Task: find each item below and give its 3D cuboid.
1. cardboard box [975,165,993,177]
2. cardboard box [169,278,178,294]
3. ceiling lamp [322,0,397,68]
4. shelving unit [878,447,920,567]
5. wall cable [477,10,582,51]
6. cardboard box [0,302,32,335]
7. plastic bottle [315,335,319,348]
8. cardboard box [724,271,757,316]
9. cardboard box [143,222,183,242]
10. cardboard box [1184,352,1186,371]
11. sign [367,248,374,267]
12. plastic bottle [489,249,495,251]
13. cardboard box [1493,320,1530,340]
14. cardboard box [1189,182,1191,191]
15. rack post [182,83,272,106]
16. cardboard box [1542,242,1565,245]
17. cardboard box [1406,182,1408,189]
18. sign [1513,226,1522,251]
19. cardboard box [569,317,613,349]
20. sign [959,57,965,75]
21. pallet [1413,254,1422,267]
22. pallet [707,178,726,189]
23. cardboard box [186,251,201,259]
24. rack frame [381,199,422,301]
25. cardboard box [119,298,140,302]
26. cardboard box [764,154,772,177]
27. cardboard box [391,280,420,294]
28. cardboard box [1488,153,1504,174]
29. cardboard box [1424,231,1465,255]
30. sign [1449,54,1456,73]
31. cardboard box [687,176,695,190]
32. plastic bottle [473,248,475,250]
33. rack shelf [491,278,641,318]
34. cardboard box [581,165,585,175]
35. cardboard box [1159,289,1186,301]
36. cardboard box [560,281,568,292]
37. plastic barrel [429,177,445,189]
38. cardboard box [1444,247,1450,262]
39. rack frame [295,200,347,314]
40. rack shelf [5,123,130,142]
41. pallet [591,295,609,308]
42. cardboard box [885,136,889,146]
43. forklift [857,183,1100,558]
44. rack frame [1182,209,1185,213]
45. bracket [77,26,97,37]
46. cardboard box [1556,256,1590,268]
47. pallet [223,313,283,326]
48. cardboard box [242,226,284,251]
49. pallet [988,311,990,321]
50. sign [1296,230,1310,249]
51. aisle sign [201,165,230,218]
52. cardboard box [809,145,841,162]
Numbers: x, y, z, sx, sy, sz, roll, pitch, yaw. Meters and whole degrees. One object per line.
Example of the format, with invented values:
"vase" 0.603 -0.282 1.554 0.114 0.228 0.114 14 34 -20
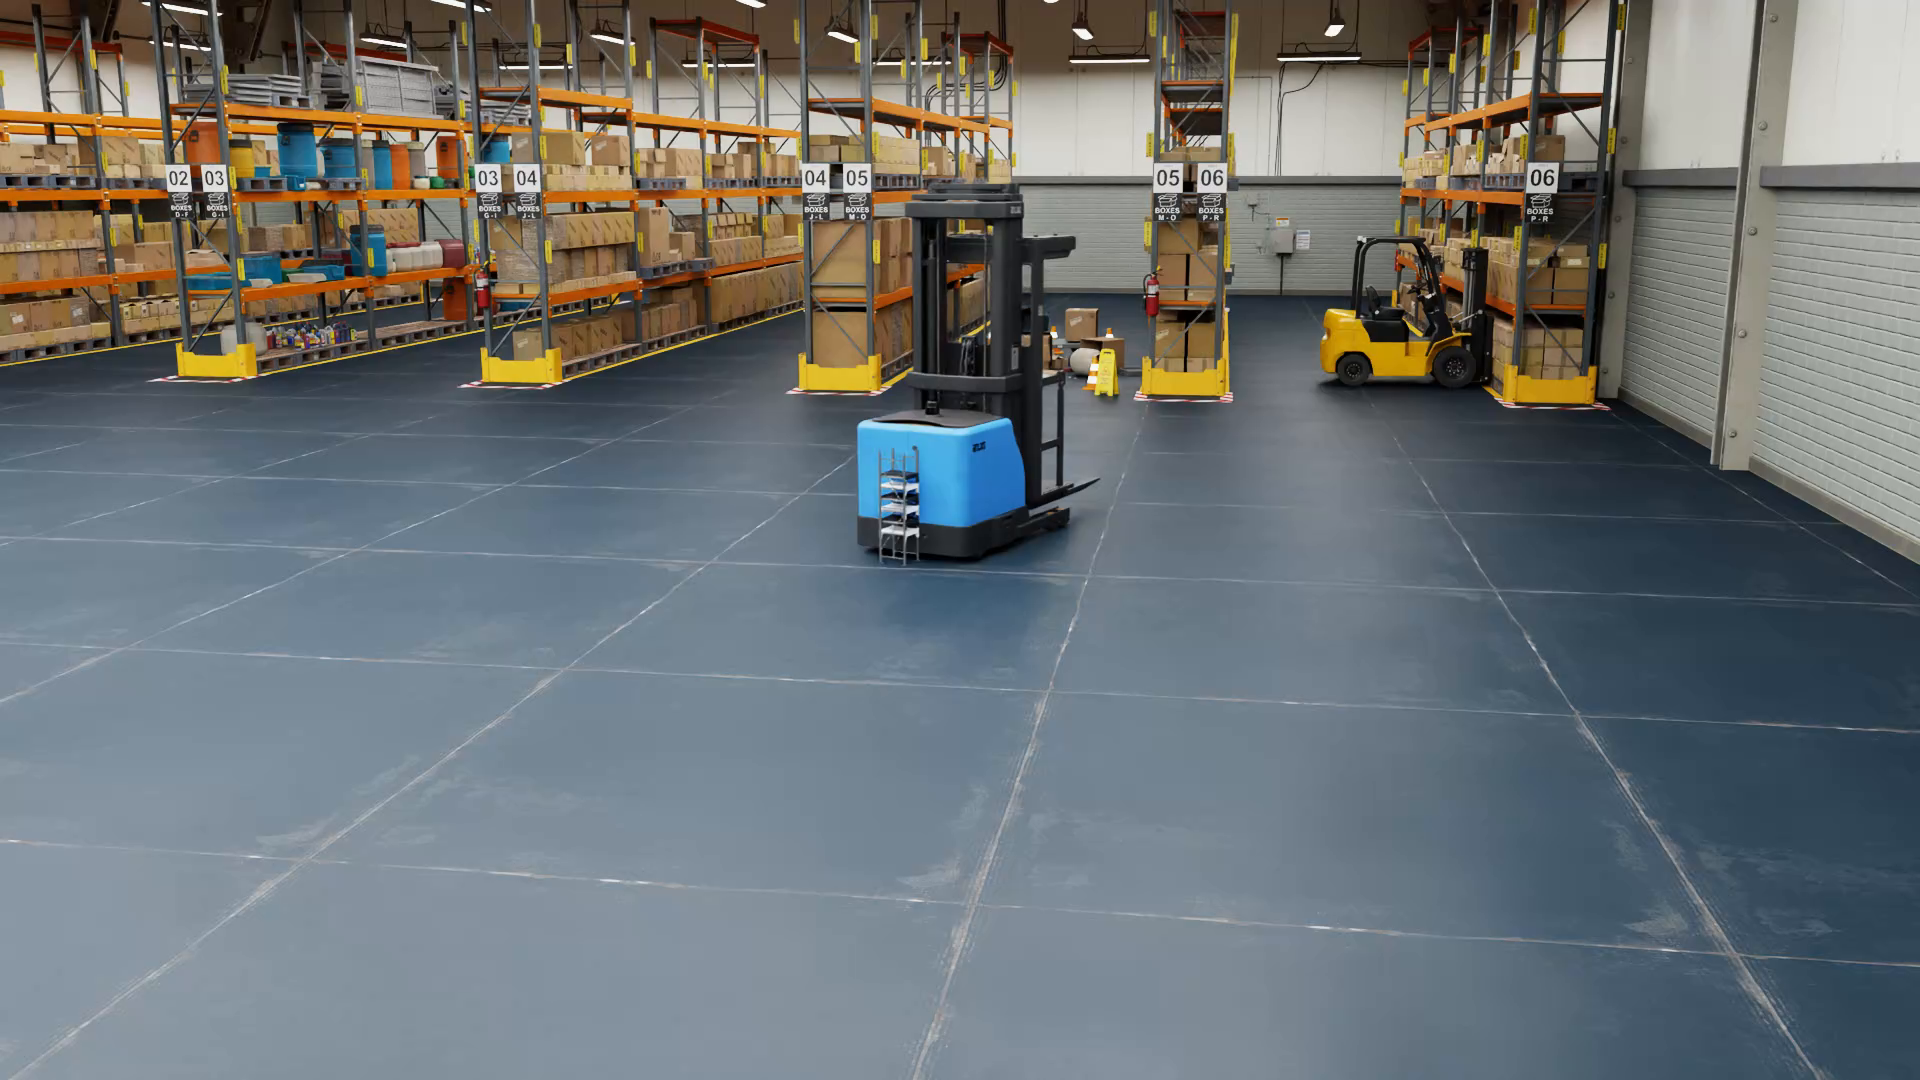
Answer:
"cardboard box" 0.418 -7.900 35.578 0.500 0.250 0.500 2 12 11
"cardboard box" -19.165 -6.073 39.991 0.700 0.500 0.500 2 12 8
"ceiling lamp" -15.939 -13.929 43.410 2.000 3.185 0.800 2 12 9
"shelving unit" -0.480 -0.260 13.065 0.258 0.900 0.210 6 14 28
"wall cable" -11.893 -14.751 45.665 3.097 2.526 0.112 2 12 9
"cardboard box" -15.971 -3.716 27.867 0.500 0.500 0.500 2 12 9
"plastic bottle" -10.848 -3.341 27.976 0.097 0.201 0.097 0 12 0
"cardboard box" -4.994 -5.198 35.041 1.225 0.875 0.875 1 12 7
"cardboard box" -19.245 -7.244 39.774 0.980 0.700 0.700 2 12 7
"cardboard box" 3.114 -2.678 24.831 0.500 0.250 0.500 2 12 9
"sign" -10.361 -4.962 29.240 0.100 0.325 0.005 2 12 9
"plastic bottle" -9.831 -6.034 34.987 0.144 0.351 0.185 2 12 9
"cardboard box" 7.976 -3.040 24.137 0.500 0.250 0.500 2 12 9
"cardboard box" 3.390 -5.493 25.838 0.380 0.149 0.250 2 12 10
"rack post" -11.276 -6.856 25.631 0.937 0.300 0.954 3 13 15
"cardboard box" 8.504 -4.162 23.704 0.380 0.149 0.250 2 12 10
"cardboard box" 10.044 -7.831 36.687 0.380 0.149 0.250 2 12 10
"sign" 7.539 -4.075 22.470 0.100 0.325 0.005 2 12 9
"cardboard box" -6.191 -3.468 27.903 0.500 0.500 0.500 6 14 27
"sign" 0.040 -8.787 30.812 0.100 0.325 0.005 2 12 9
"pallet" 9.688 -5.614 33.378 1.003 0.211 1.213 2 12 9
"pallet" -5.347 -7.029 32.816 1.213 0.211 1.003 2 12 11
"cardboard box" -15.511 -5.617 33.150 0.500 0.311 0.500 2 12 8
"rack frame" -13.952 -7.506 41.702 1.000 3.000 0.127 2 12 9
"cardboard box" -15.865 -4.449 31.717 0.500 0.311 0.500 2 12 8
"cardboard box" -4.631 -8.398 37.248 0.700 0.500 0.500 3 12 12
"cardboard box" -13.792 -6.378 41.357 0.500 0.500 0.500 2 12 9
"cardboard box" 8.319 -5.717 25.257 0.500 0.311 0.500 2 12 10
"cardboard box" 9.423 -5.760 32.366 0.700 0.500 0.500 2 12 8
"sign" 8.766 -8.481 29.583 0.100 0.325 0.005 2 12 9
"cardboard box" -5.288 -6.701 31.204 0.500 0.250 0.500 2 12 8
"plastic bottle" -10.358 -6.081 35.394 0.097 0.271 0.097 0 12 0
"rack shelf" -6.317 -3.918 26.762 1.077 0.370 4.000 2 12 9
"cardboard box" -6.127 -5.814 26.143 0.380 0.149 0.250 2 12 8
"cardboard box" 3.014 -3.494 23.685 0.380 0.149 0.250 2 12 11
"cardboard box" -6.234 -3.885 25.498 0.380 0.149 0.250 2 12 9
"plastic barrel" -10.275 -7.017 32.681 0.294 0.245 0.294 0 12 0
"cardboard box" 8.969 -5.125 29.824 0.500 0.250 0.500 2 12 9
"rack frame" -14.567 -6.673 37.839 1.000 3.000 0.127 2 12 9
"rack shelf" -19.770 -8.802 36.134 1.077 0.370 4.000 2 12 9
"pallet" -9.223 -5.811 40.457 1.003 0.211 1.213 2 12 9
"cardboard box" -1.255 -5.877 24.491 0.380 0.149 0.250 2 12 9
"forklift" 0.307 -1.553 14.242 1.130 2.935 3.031 6 14 28
"rack frame" 4.398 -5.198 30.992 1.000 3.000 0.127 2 12 9
"bracket" -19.922 -11.601 37.921 0.235 0.232 0.430 2 12 9
"cardboard box" 8.381 -3.801 22.732 0.380 0.149 0.250 2 12 7
"pallet" -15.030 -4.632 34.984 1.003 0.211 1.213 2 12 9
"cardboard box" -14.867 -6.414 35.400 0.700 0.500 0.500 4 13 19
"pallet" 0.175 -4.948 36.450 1.003 0.211 1.213 2 12 9
"sign" 9.046 -7.920 43.849 0.329 0.494 0.001 2 12 9
"aisle sign" -11.240 -5.260 25.112 0.394 0.787 0.004 2 12 9
"cardboard box" -1.940 -5.575 24.040 0.500 0.250 0.500 2 12 9
